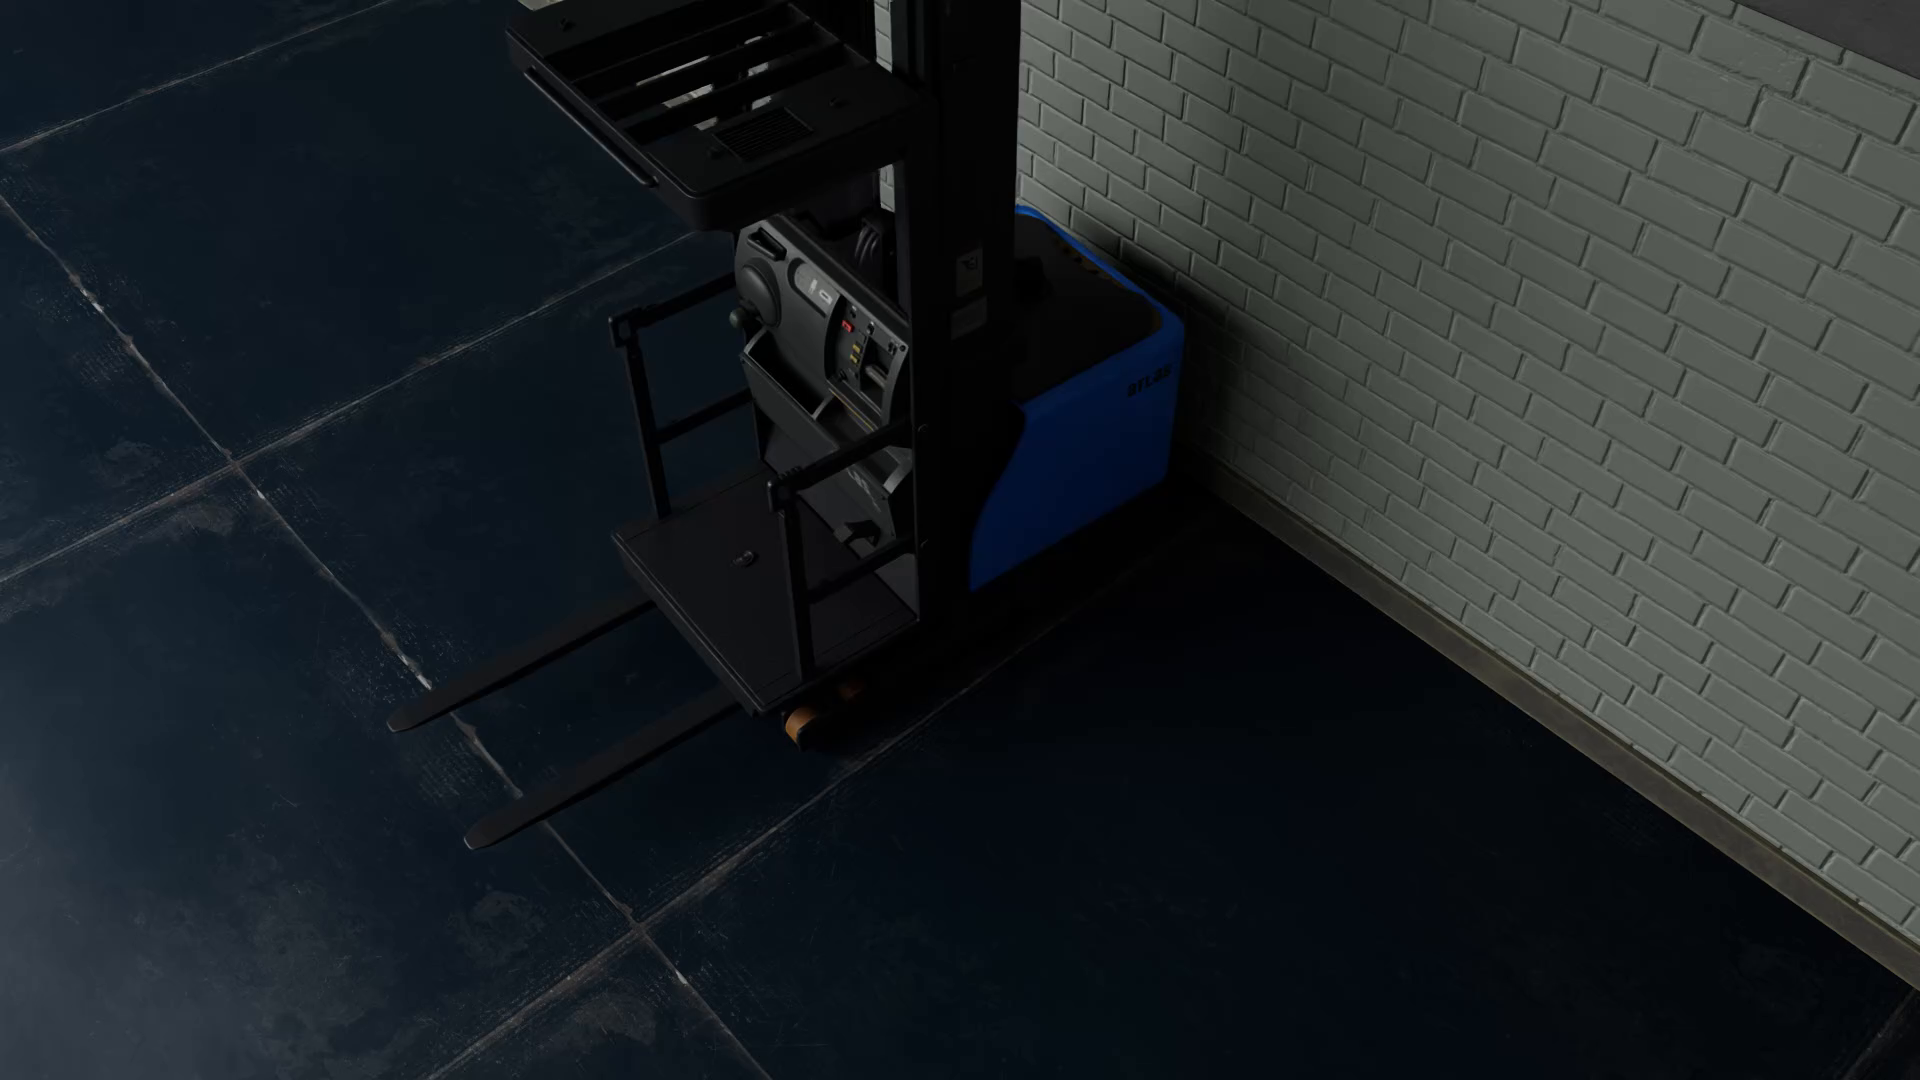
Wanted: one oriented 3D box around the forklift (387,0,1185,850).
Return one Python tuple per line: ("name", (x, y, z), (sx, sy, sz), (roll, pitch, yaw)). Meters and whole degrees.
("forklift", (-0.634, -0.680, 5.437), (3.031, 2.935, 1.130), (-29, 54, -24))
